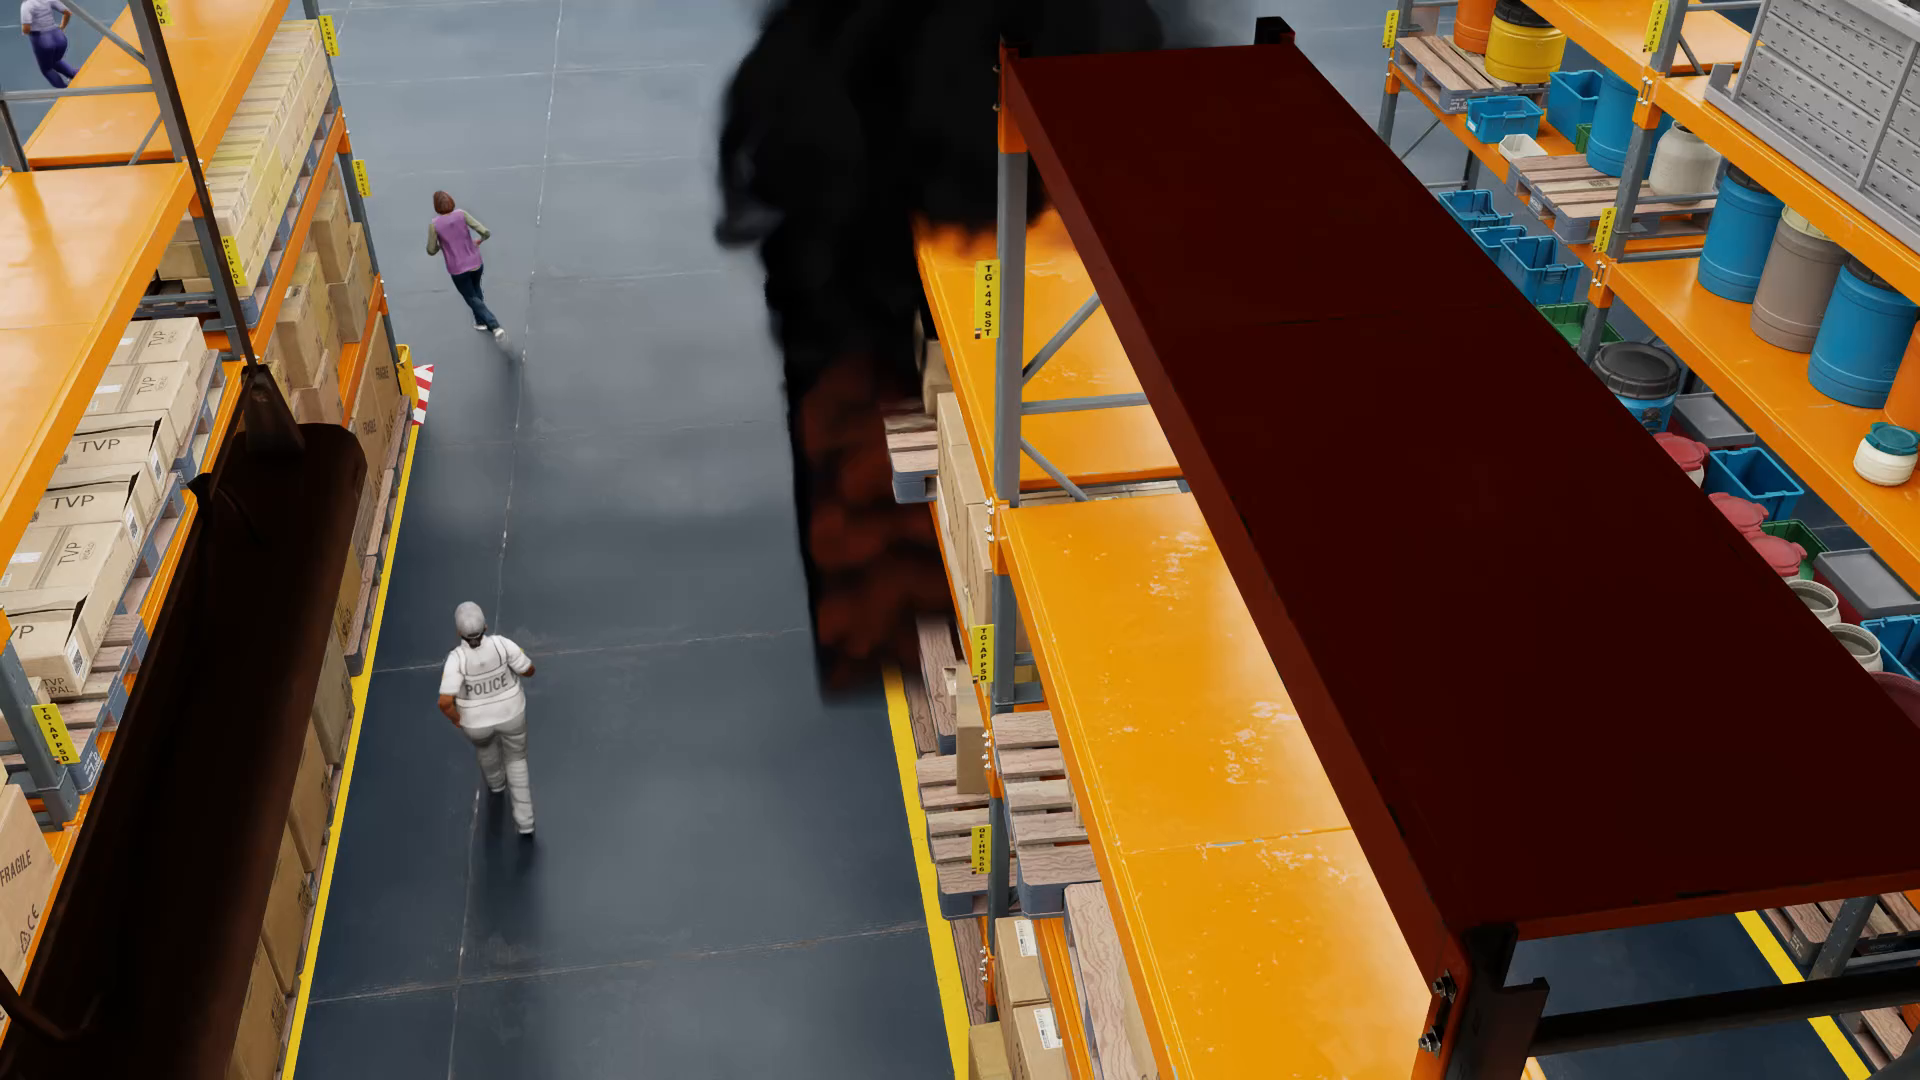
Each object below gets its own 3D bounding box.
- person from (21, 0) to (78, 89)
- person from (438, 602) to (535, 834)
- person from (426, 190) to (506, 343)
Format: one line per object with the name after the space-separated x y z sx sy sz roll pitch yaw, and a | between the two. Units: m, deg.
-11.230 -6.141 20.474 0.547 1.603 0.607 17 39 21 | person
-2.938 1.129 10.505 0.598 1.697 0.851 -11 38 -14 | person
-4.660 -2.526 15.594 0.575 1.584 0.798 -22 42 -27 | person
